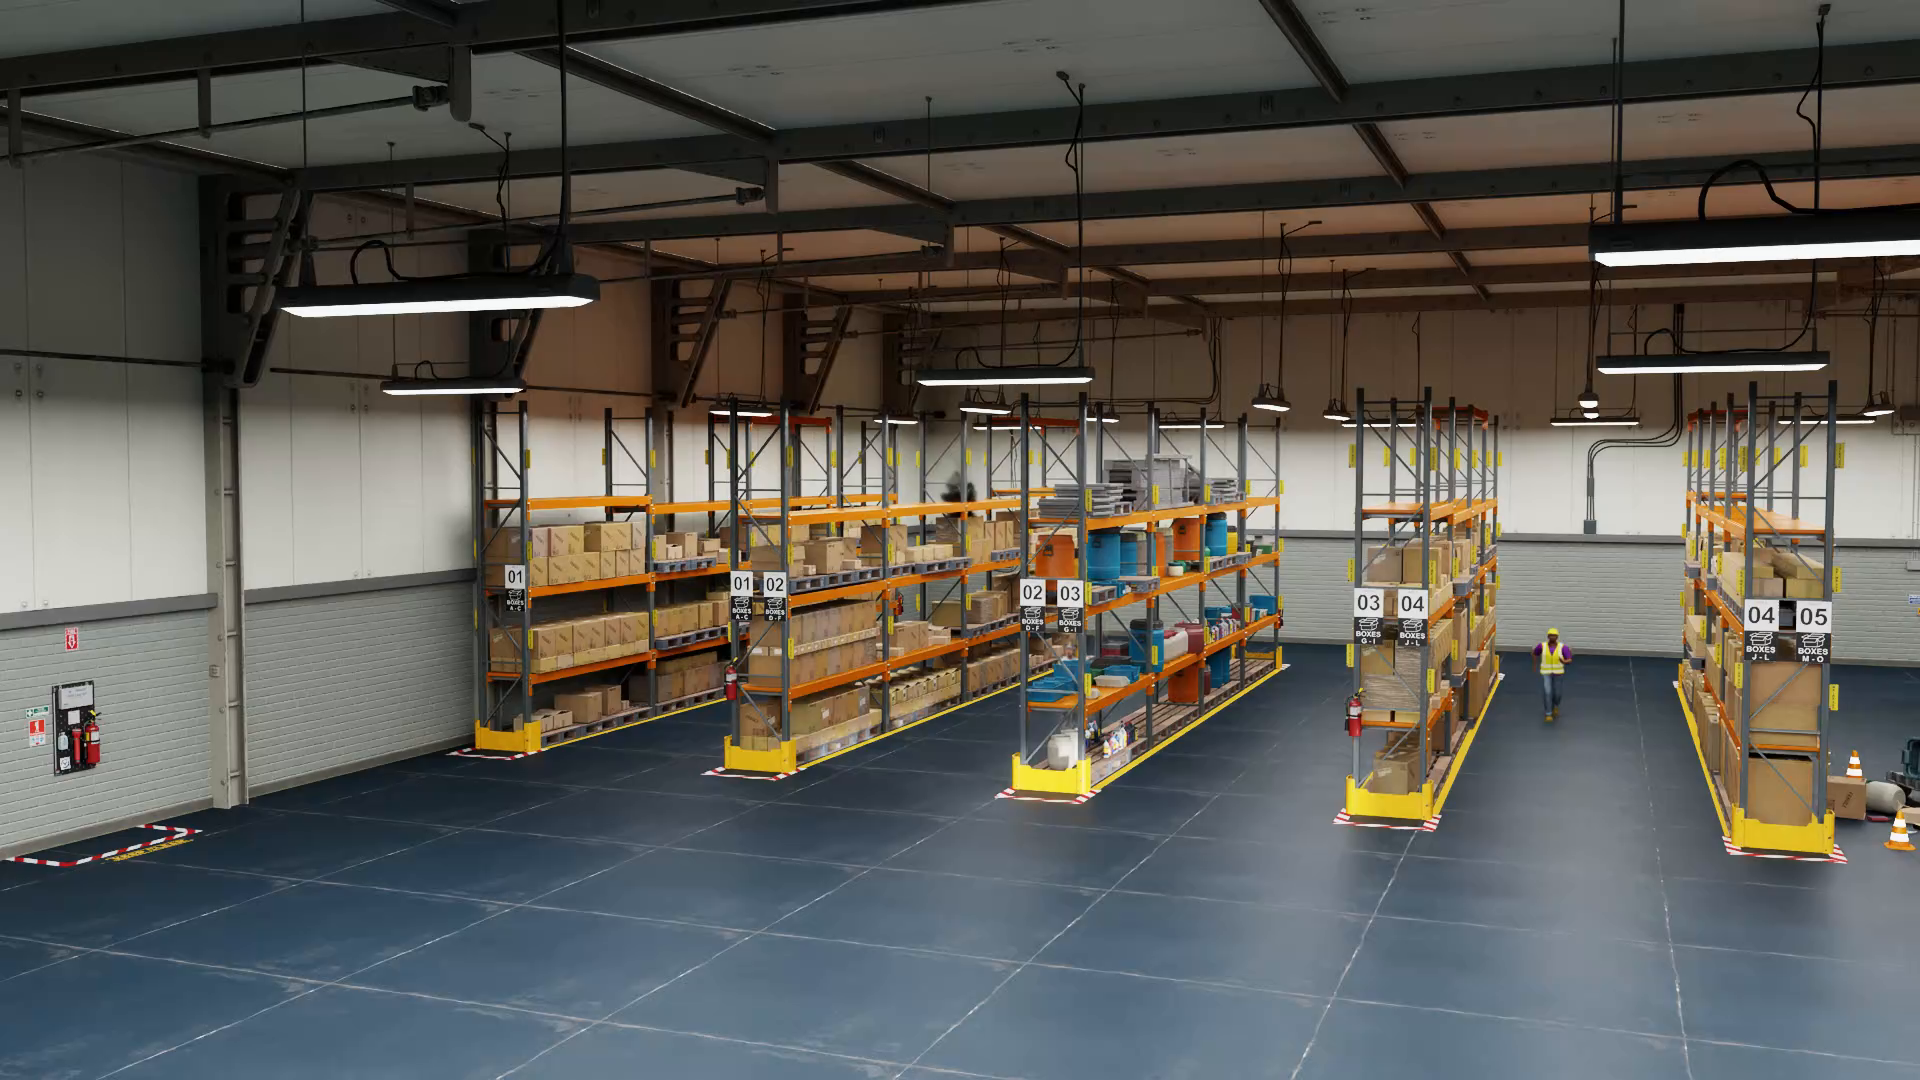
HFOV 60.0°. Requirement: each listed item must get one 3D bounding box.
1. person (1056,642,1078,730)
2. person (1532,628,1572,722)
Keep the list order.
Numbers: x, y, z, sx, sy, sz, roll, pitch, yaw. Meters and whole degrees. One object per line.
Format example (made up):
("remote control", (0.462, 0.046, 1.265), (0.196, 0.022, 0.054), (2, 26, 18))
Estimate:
("person", (1.966, 2.680, 30.253), (0.598, 1.669, 0.611), (1, 3, 11))
("person", (11.301, 2.554, 31.738), (0.706, 1.745, 0.987), (1, 3, 16))
